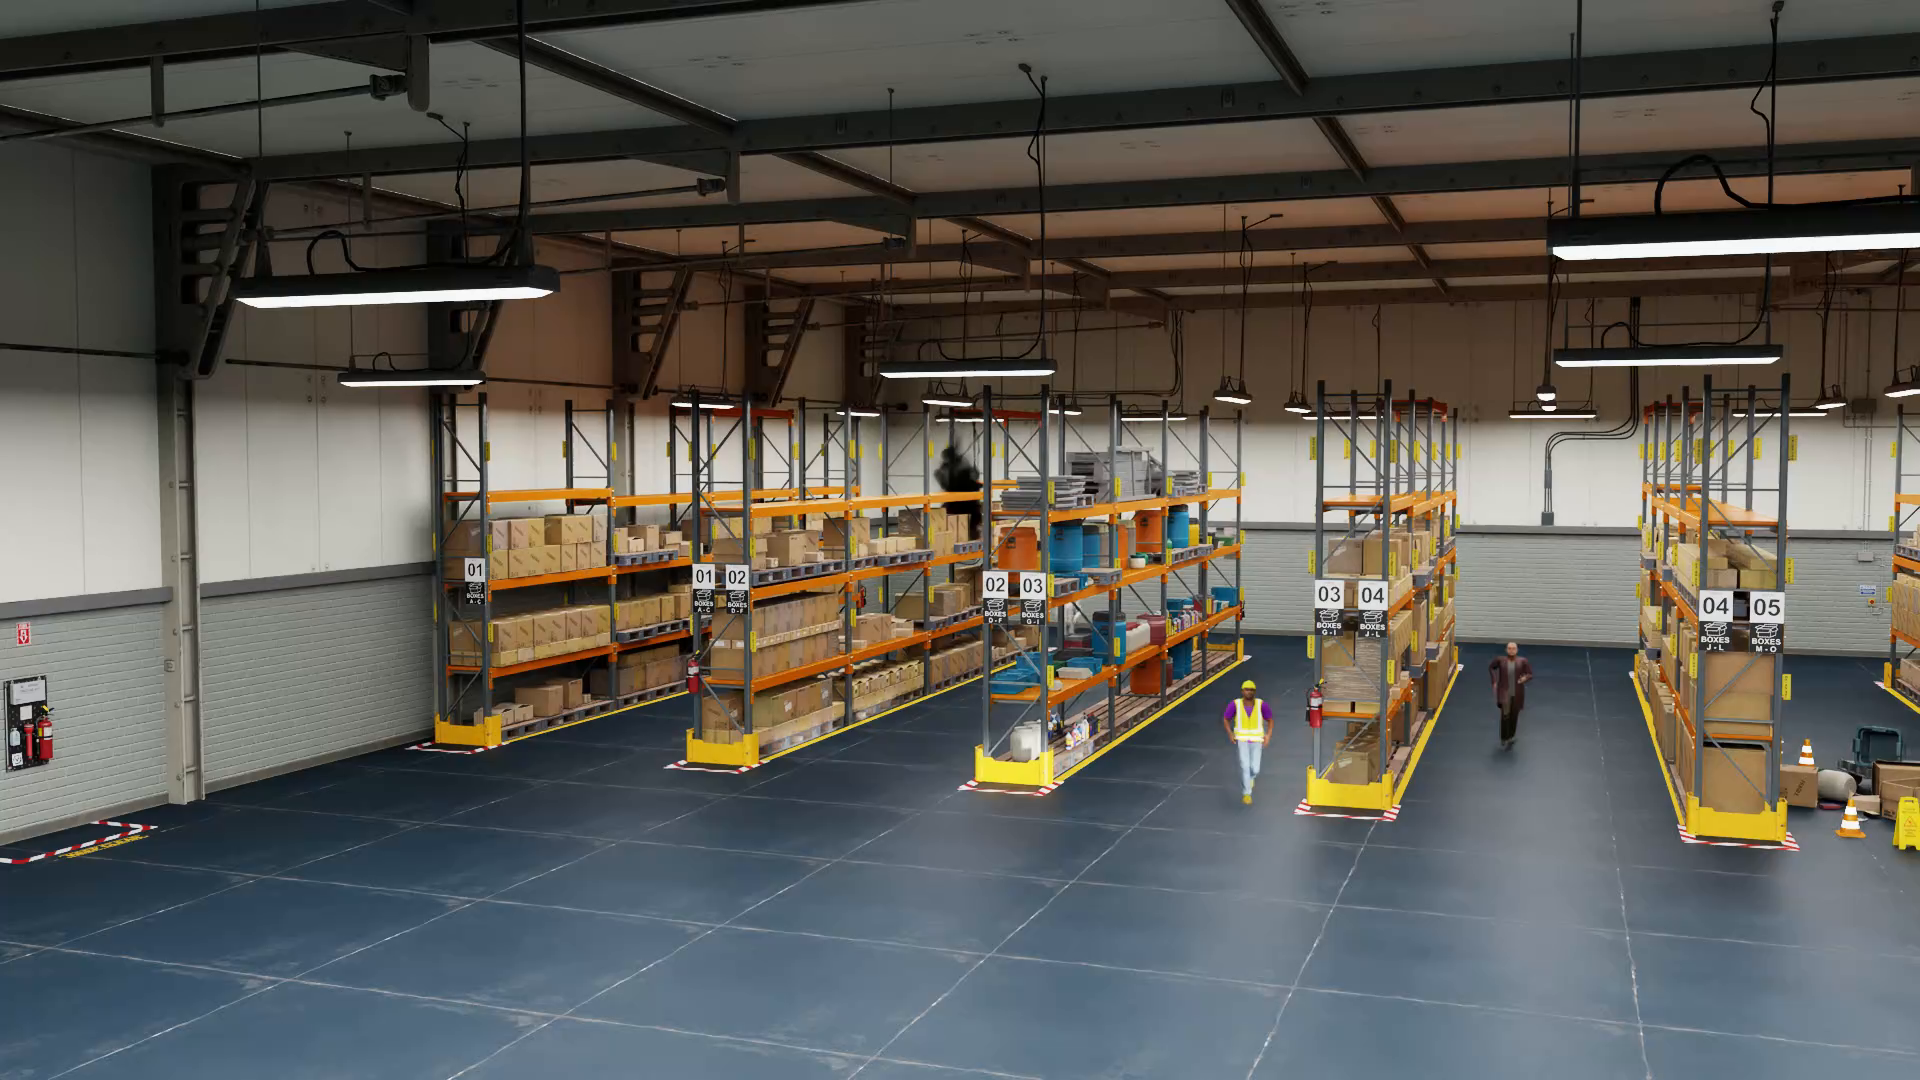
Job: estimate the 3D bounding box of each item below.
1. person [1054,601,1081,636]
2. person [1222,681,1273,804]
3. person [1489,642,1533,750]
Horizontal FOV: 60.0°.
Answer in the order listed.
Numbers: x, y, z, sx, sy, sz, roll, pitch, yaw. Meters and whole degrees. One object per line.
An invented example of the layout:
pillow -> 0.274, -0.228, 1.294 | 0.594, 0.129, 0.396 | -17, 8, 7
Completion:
person -> 2.447, 1.880, 37.725 | 0.615, 1.667, 0.555 | 0, 3, 4
person -> 4.142, 2.875, 23.923 | 0.728, 1.741, 0.703 | 0, 3, 3
person -> 9.303, 2.637, 28.054 | 0.688, 1.839, 0.836 | 1, 3, 11
